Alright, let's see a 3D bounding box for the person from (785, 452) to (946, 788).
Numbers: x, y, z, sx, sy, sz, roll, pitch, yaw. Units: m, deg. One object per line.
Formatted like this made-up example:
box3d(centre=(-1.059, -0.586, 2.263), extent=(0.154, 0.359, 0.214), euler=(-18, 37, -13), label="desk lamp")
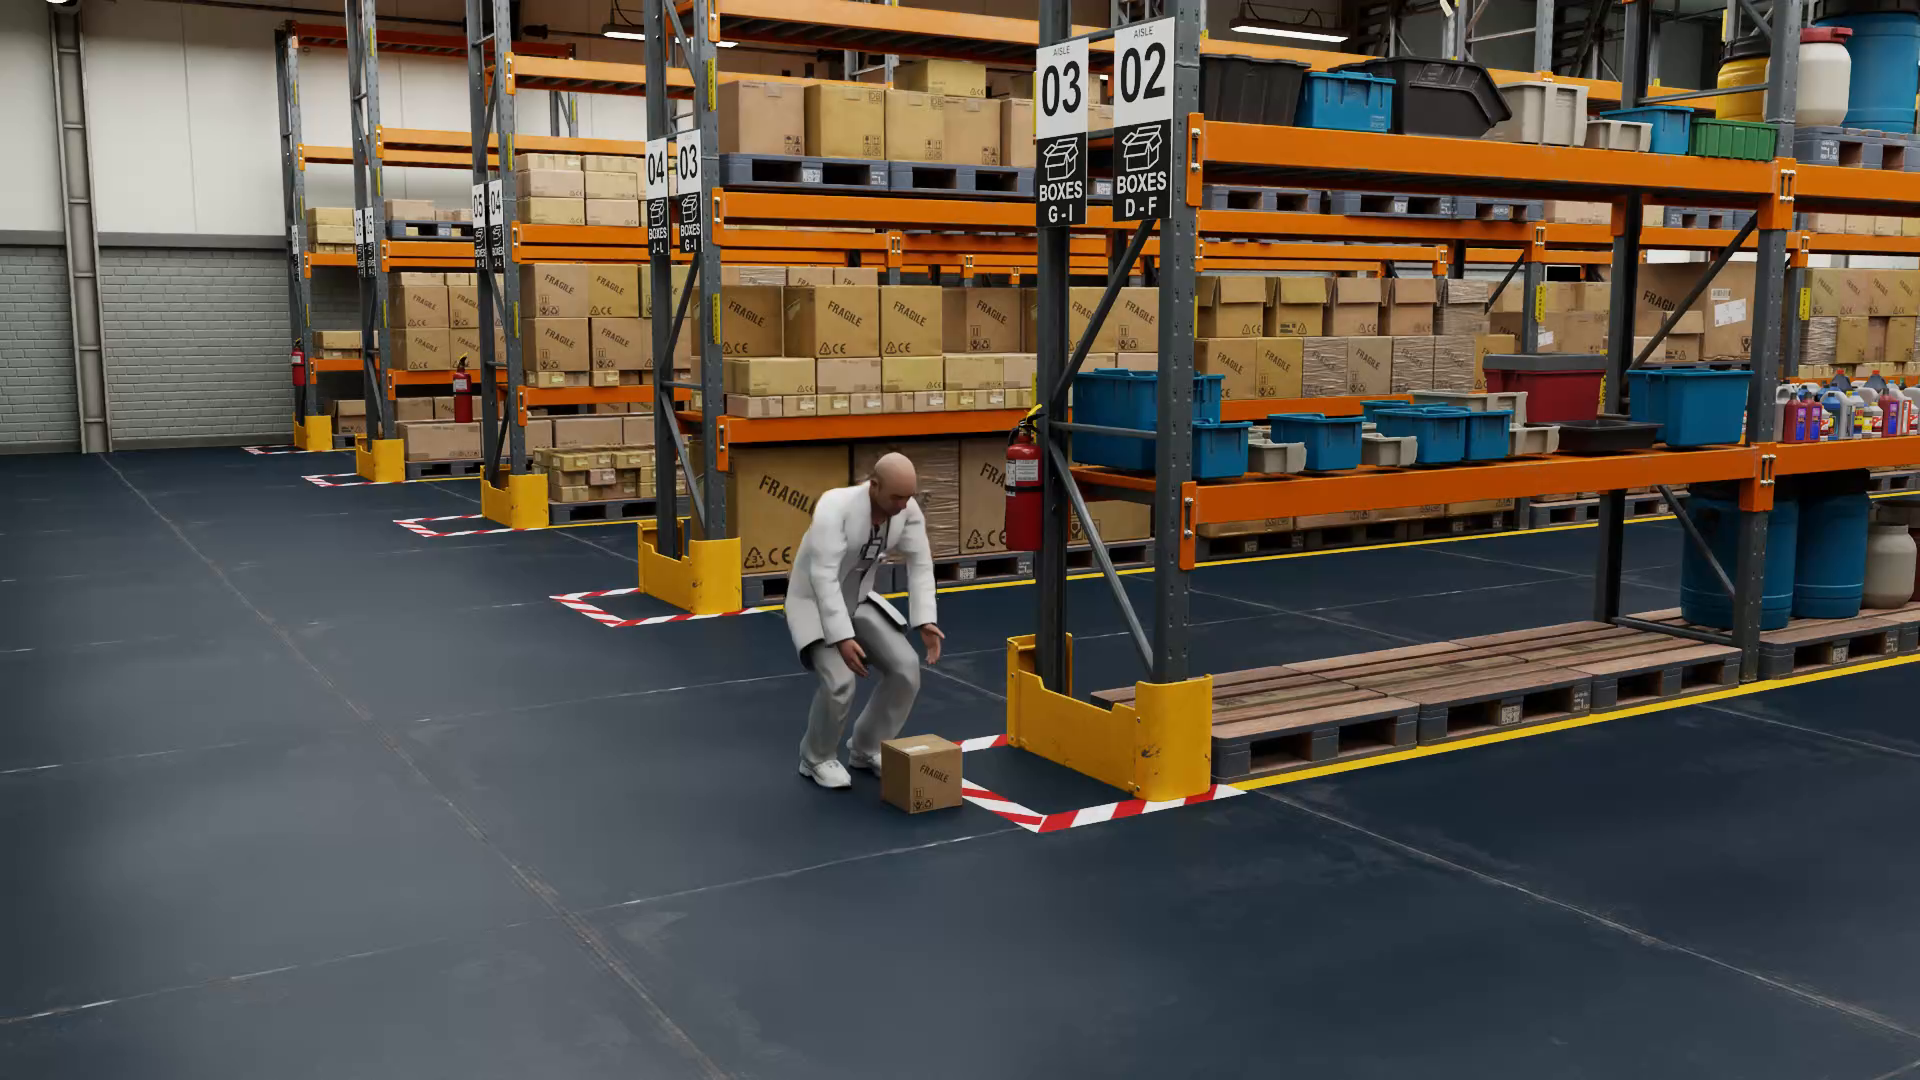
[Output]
box3d(centre=(-0.431, 0.332, 7.235), extent=(0.631, 1.440, 0.701), euler=(-6, 10, -37), label="person")
